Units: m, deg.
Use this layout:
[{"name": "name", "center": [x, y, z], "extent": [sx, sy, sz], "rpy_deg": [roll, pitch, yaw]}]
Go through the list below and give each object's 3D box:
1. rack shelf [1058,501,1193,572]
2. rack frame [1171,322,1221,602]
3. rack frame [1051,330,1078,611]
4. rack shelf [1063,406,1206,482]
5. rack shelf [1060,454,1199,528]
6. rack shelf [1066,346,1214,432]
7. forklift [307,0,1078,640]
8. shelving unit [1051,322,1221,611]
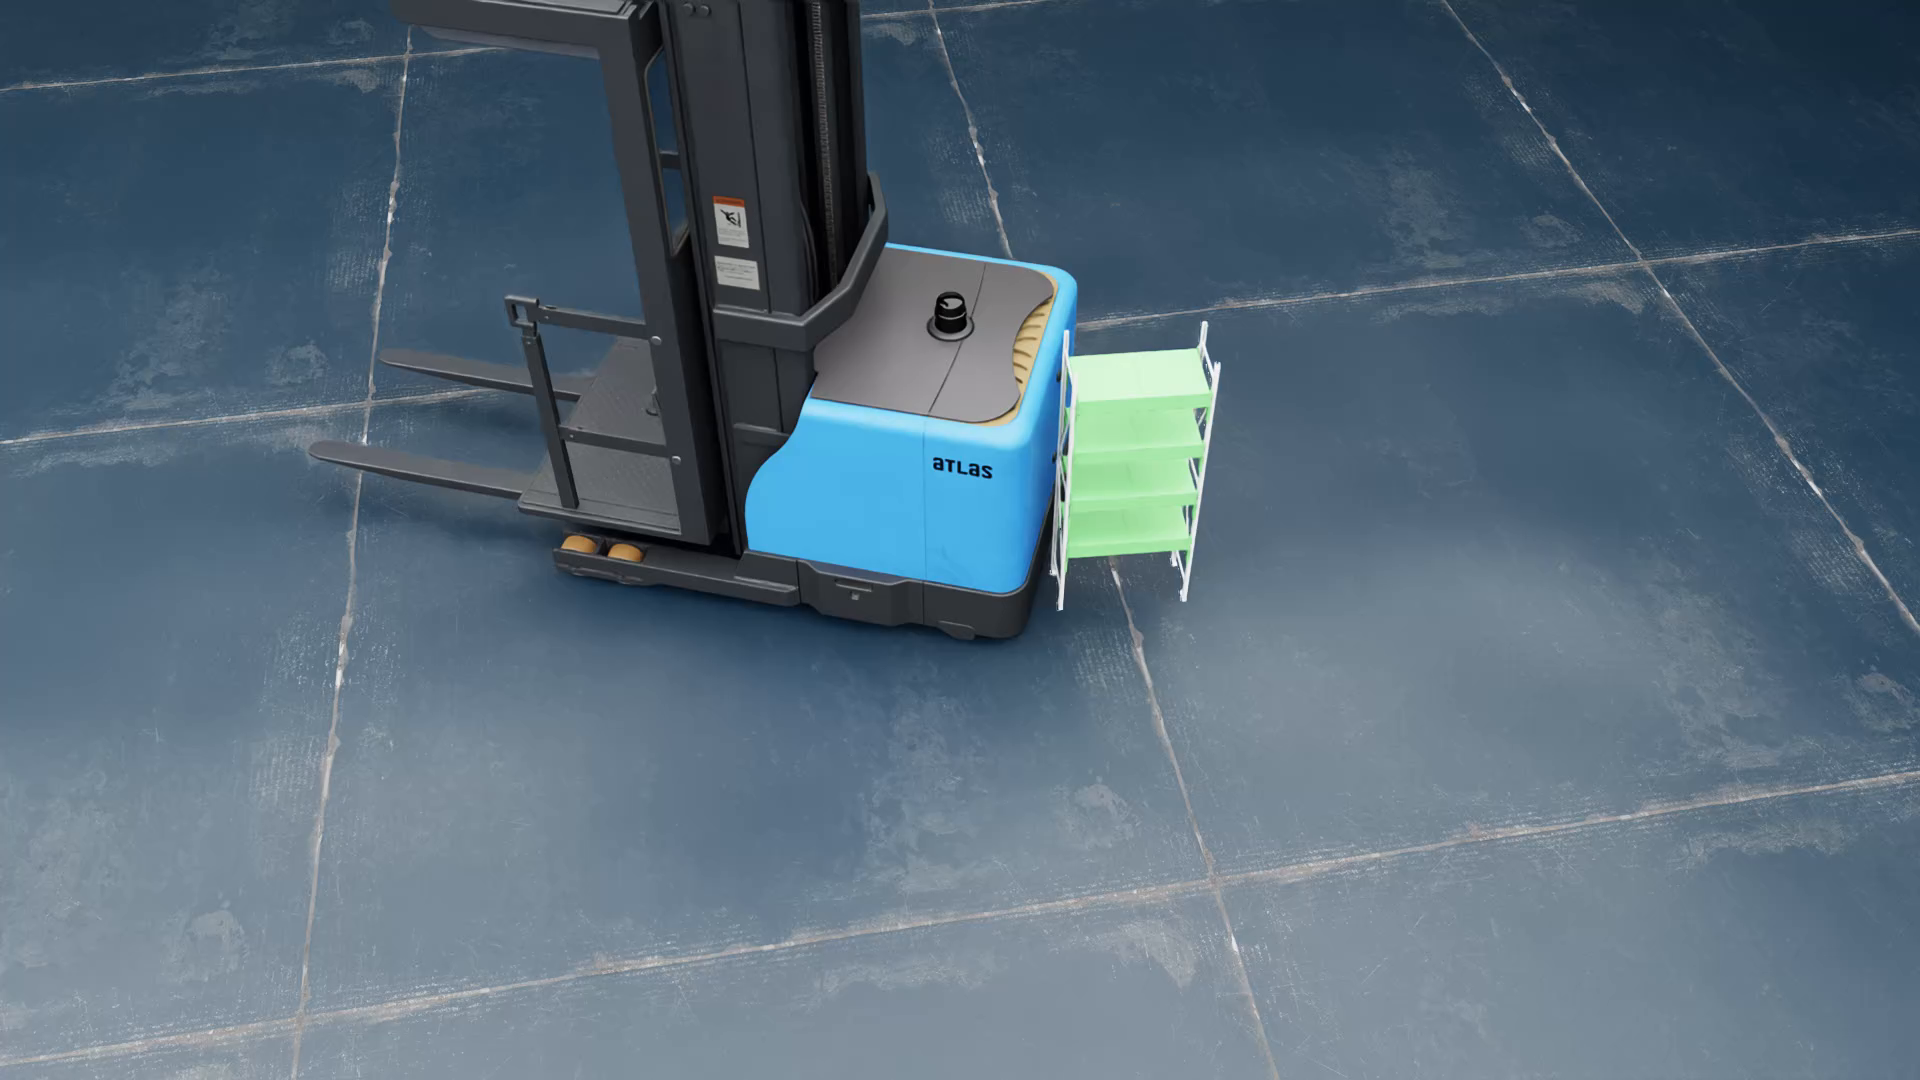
[{"name": "rack shelf", "center": [0.624, -0.033, 6.371], "extent": [0.480, 0.148, 0.258], "rpy_deg": [-4, 46, -4]}, {"name": "rack frame", "center": [0.867, -0.261, 6.168], "extent": [0.015, 1.200, 0.240], "rpy_deg": [-4, 46, -4]}, {"name": "rack frame", "center": [0.381, -0.227, 6.135], "extent": [0.015, 1.200, 0.240], "rpy_deg": [-4, 46, -4]}, {"name": "rack shelf", "center": [0.624, -0.366, 6.025], "extent": [0.480, 0.148, 0.258], "rpy_deg": [-4, 46, -4]}, {"name": "rack shelf", "center": [0.624, -0.200, 6.198], "extent": [0.480, 0.148, 0.258], "rpy_deg": [-4, 46, -4]}, {"name": "rack shelf", "center": [0.624, -0.533, 5.852], "extent": [0.480, 0.148, 0.258], "rpy_deg": [-4, 46, -4]}, {"name": "forklift", "center": [-1.119, -1.200, 5.871], "extent": [3.031, 2.935, 1.130], "rpy_deg": [10, 47, 9]}, {"name": "shelving unit", "center": [0.624, -0.244, 6.152], "extent": [0.503, 1.200, 0.258], "rpy_deg": [-4, 46, -4]}]
